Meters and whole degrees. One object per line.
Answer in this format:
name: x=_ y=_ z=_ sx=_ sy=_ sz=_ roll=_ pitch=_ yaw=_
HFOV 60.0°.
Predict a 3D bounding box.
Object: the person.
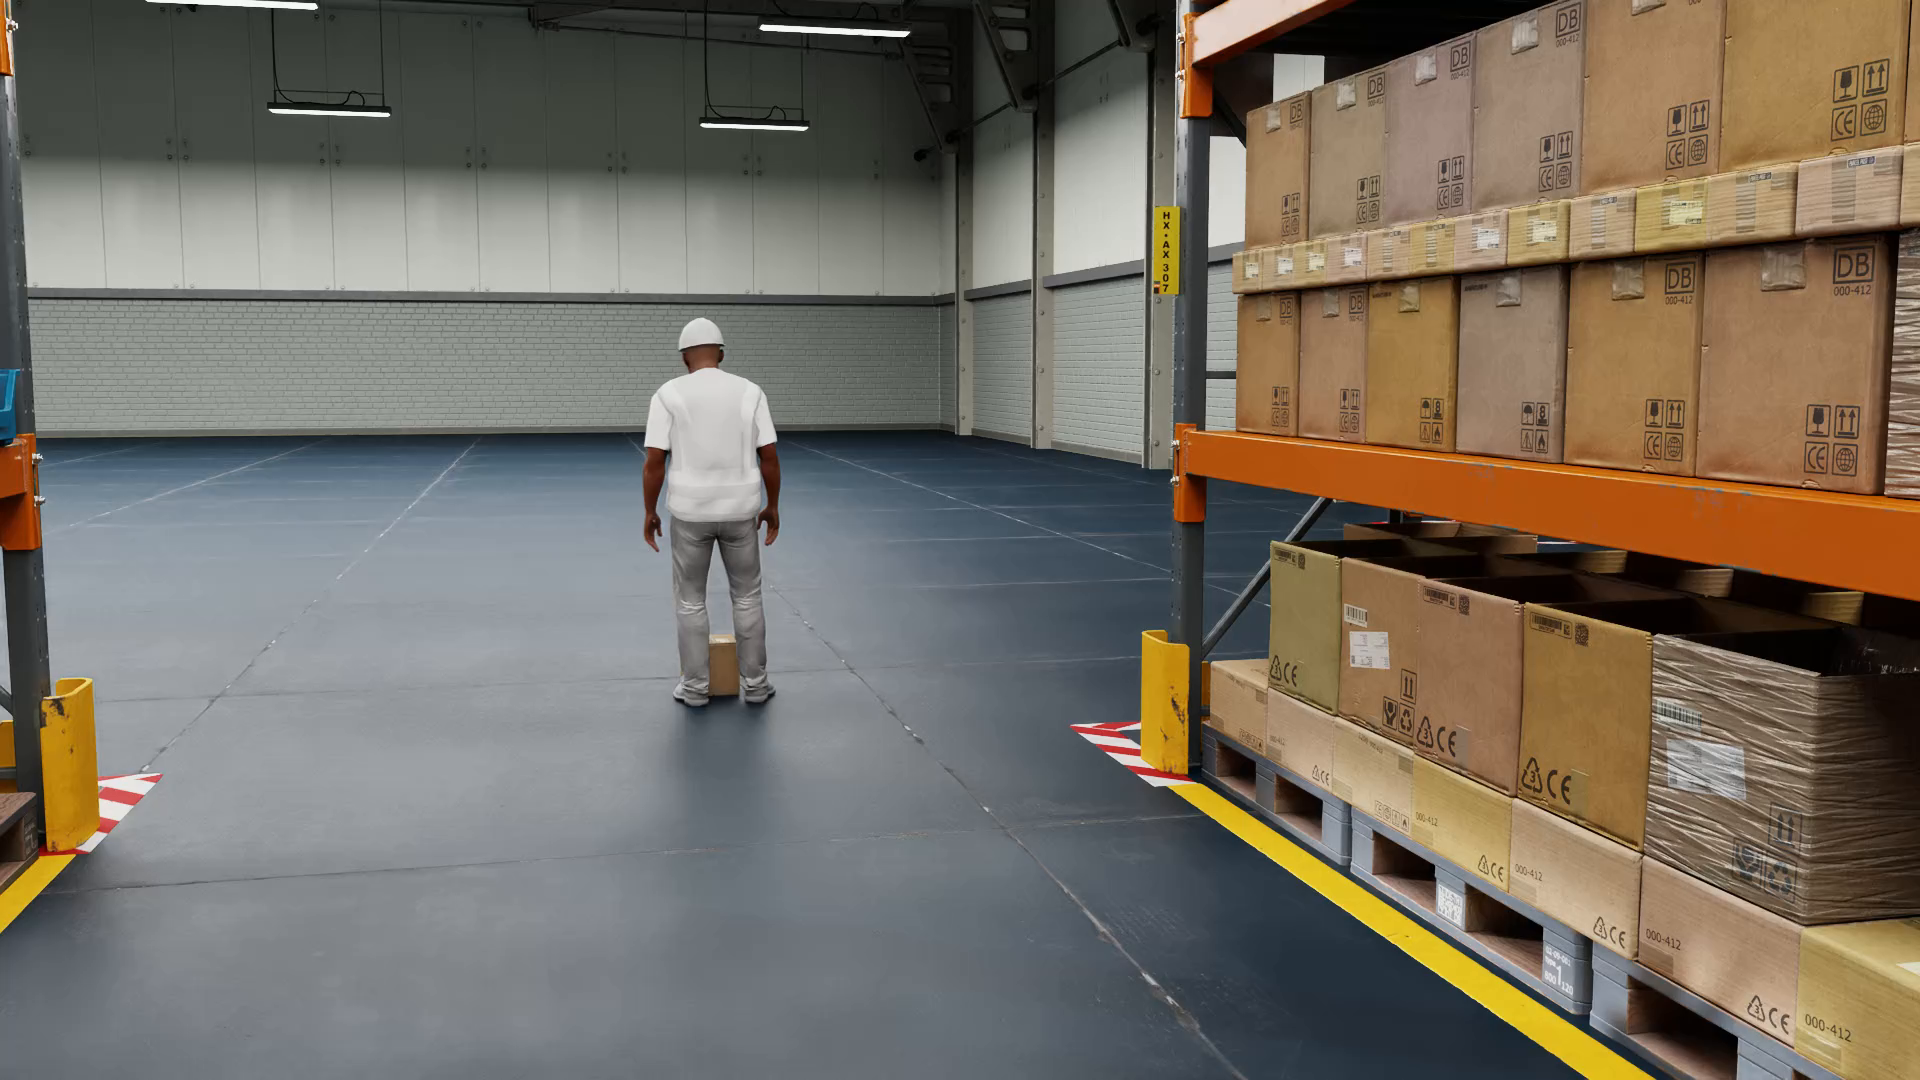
person: x=-1.134 y=-0.131 z=7.604 sx=0.633 sy=1.759 sz=0.462 roll=-2 pitch=6 yaw=-17
